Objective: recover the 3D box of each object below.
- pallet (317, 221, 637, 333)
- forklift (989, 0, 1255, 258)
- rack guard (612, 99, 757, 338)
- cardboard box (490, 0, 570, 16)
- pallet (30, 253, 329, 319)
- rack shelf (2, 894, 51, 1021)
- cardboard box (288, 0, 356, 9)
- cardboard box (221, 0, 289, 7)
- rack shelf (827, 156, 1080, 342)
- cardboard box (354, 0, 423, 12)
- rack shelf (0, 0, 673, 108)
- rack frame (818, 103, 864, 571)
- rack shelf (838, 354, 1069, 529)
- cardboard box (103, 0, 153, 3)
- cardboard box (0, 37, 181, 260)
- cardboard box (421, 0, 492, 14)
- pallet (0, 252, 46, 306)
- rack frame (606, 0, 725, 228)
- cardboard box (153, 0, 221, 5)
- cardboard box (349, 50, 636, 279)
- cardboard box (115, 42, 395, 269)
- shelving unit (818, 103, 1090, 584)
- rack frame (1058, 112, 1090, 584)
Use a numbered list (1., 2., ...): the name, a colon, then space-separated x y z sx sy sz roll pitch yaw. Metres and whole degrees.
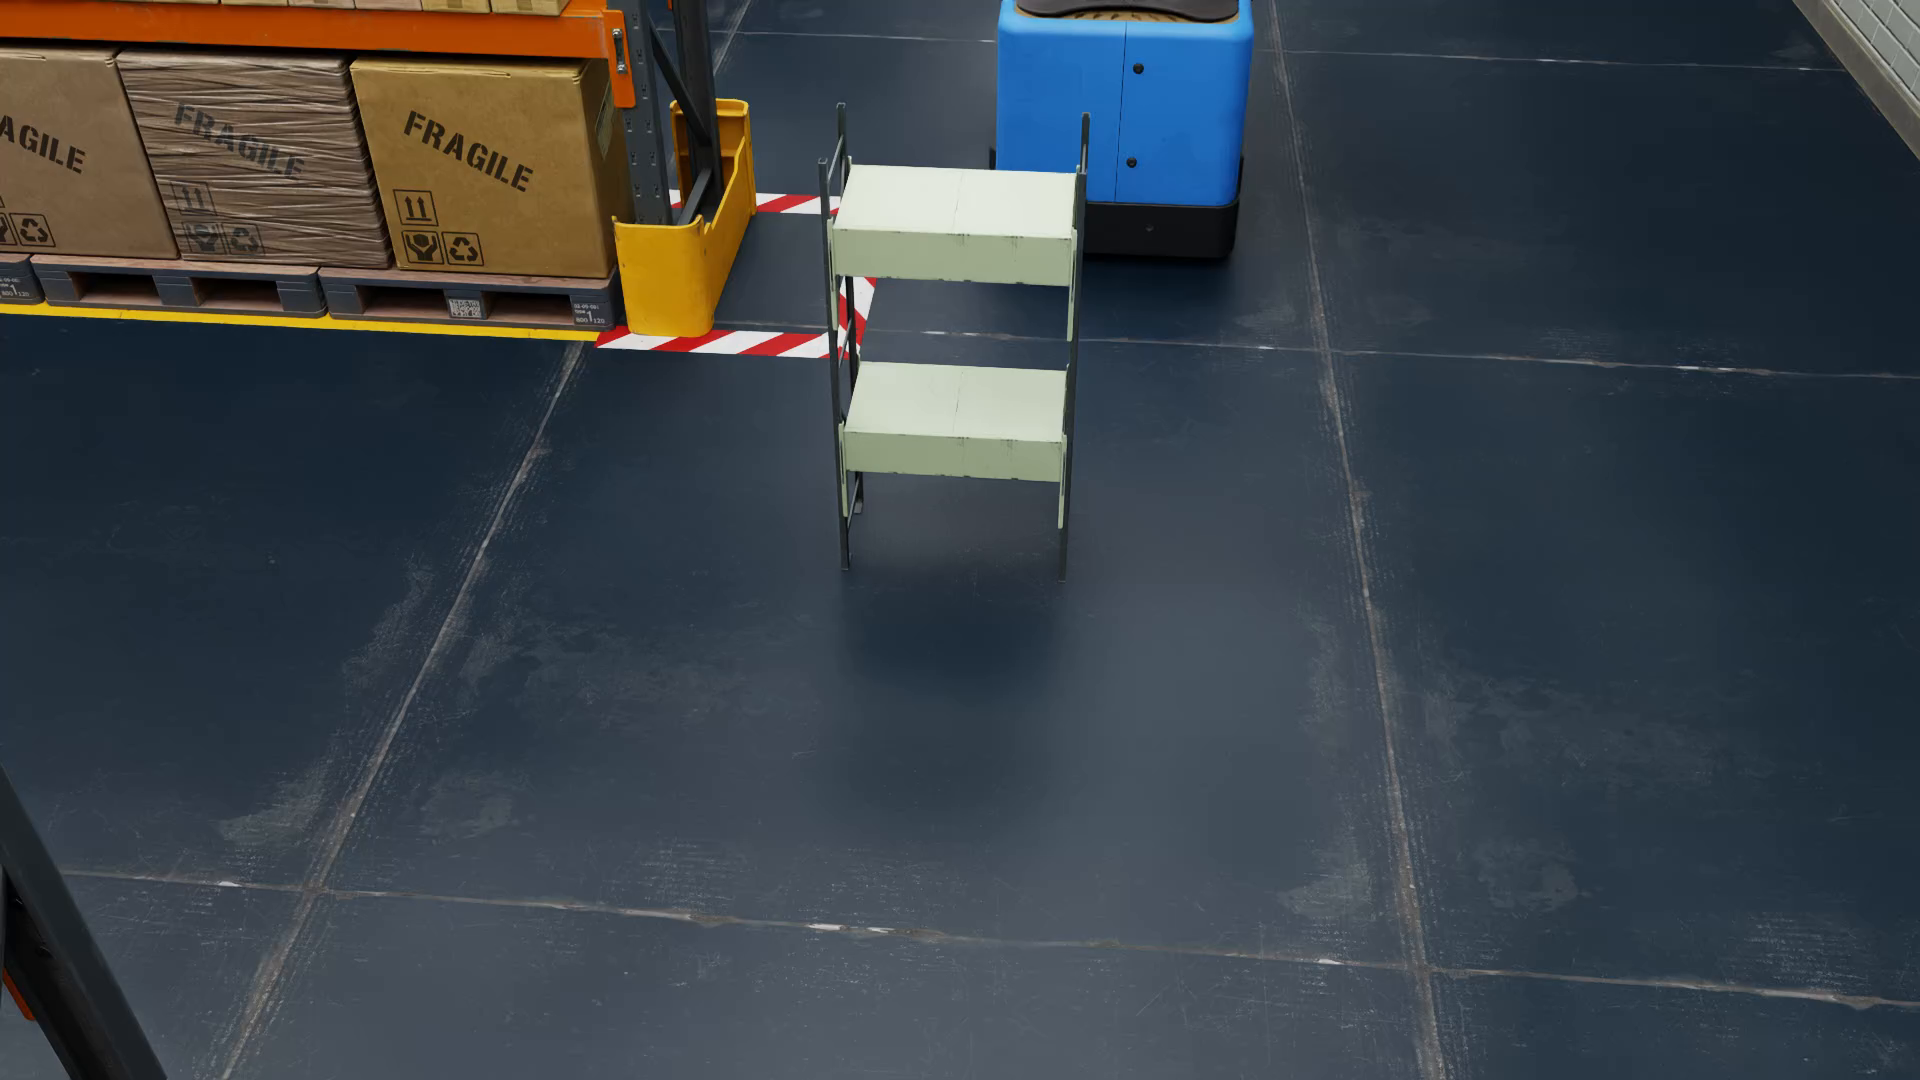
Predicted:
1. pallet: -1.973 -1.274 7.148 1.213 0.211 1.003 3 39 4
2. forklift: 0.780 -3.262 7.436 1.130 2.935 3.031 3 39 4
3. rack guard: -1.146 -1.390 7.062 0.348 0.500 1.175 3 39 4
4. cardboard box: -1.553 -2.076 6.123 0.250 0.149 0.380 4 39 5
5. pallet: -3.185 -1.342 7.231 1.213 0.211 1.003 3 39 4
6. rack shelf: -3.691 0.923 2.810 4.000 0.370 1.077 3 39 4
7. cardboard box: -2.312 -2.118 6.174 0.250 0.149 0.380 4 39 5
8. cardboard box: -2.571 -2.131 6.190 0.250 0.149 0.380 2 39 3
9. rack shelf: -0.007 -0.885 5.031 0.720 0.370 0.431 3 39 4
10. cardboard box: -2.063 -2.103 6.157 0.250 0.149 0.380 3 39 4
11. rack shelf: -3.162 -2.191 6.635 4.000 0.370 1.077 3 39 4
12. rack frame: -0.371 -0.602 5.301 0.023 1.500 0.400 3 39 4
13. rack shelf: -0.007 -0.329 5.483 0.720 0.370 0.431 3 39 4
14. cardboard box: -3.076 -2.159 6.226 0.250 0.149 0.380 4 39 5
15. cardboard box: -3.608 -1.782 6.914 0.875 0.875 0.875 3 39 4
16. cardboard box: -1.812 -2.089 6.139 0.250 0.149 0.380 4 39 4
17. pallet: -4.404 -1.407 7.311 1.213 0.211 1.003 3 39 4
18. rack frame: -1.170 -2.361 6.274 0.127 3.000 1.000 3 39 4
19. cardboard box: -2.829 -2.144 6.207 0.250 0.149 0.380 3 39 4
20. cardboard box: -1.814 -1.684 6.794 0.875 0.875 0.875 3 39 4
21. cardboard box: -2.721 -1.734 6.854 0.875 0.875 0.875 3 39 4
22. shelving unit: -0.007 -0.582 5.277 0.755 1.500 0.431 3 39 4
23. rack frame: 0.358 -0.562 5.252 0.023 1.500 0.400 3 39 4
